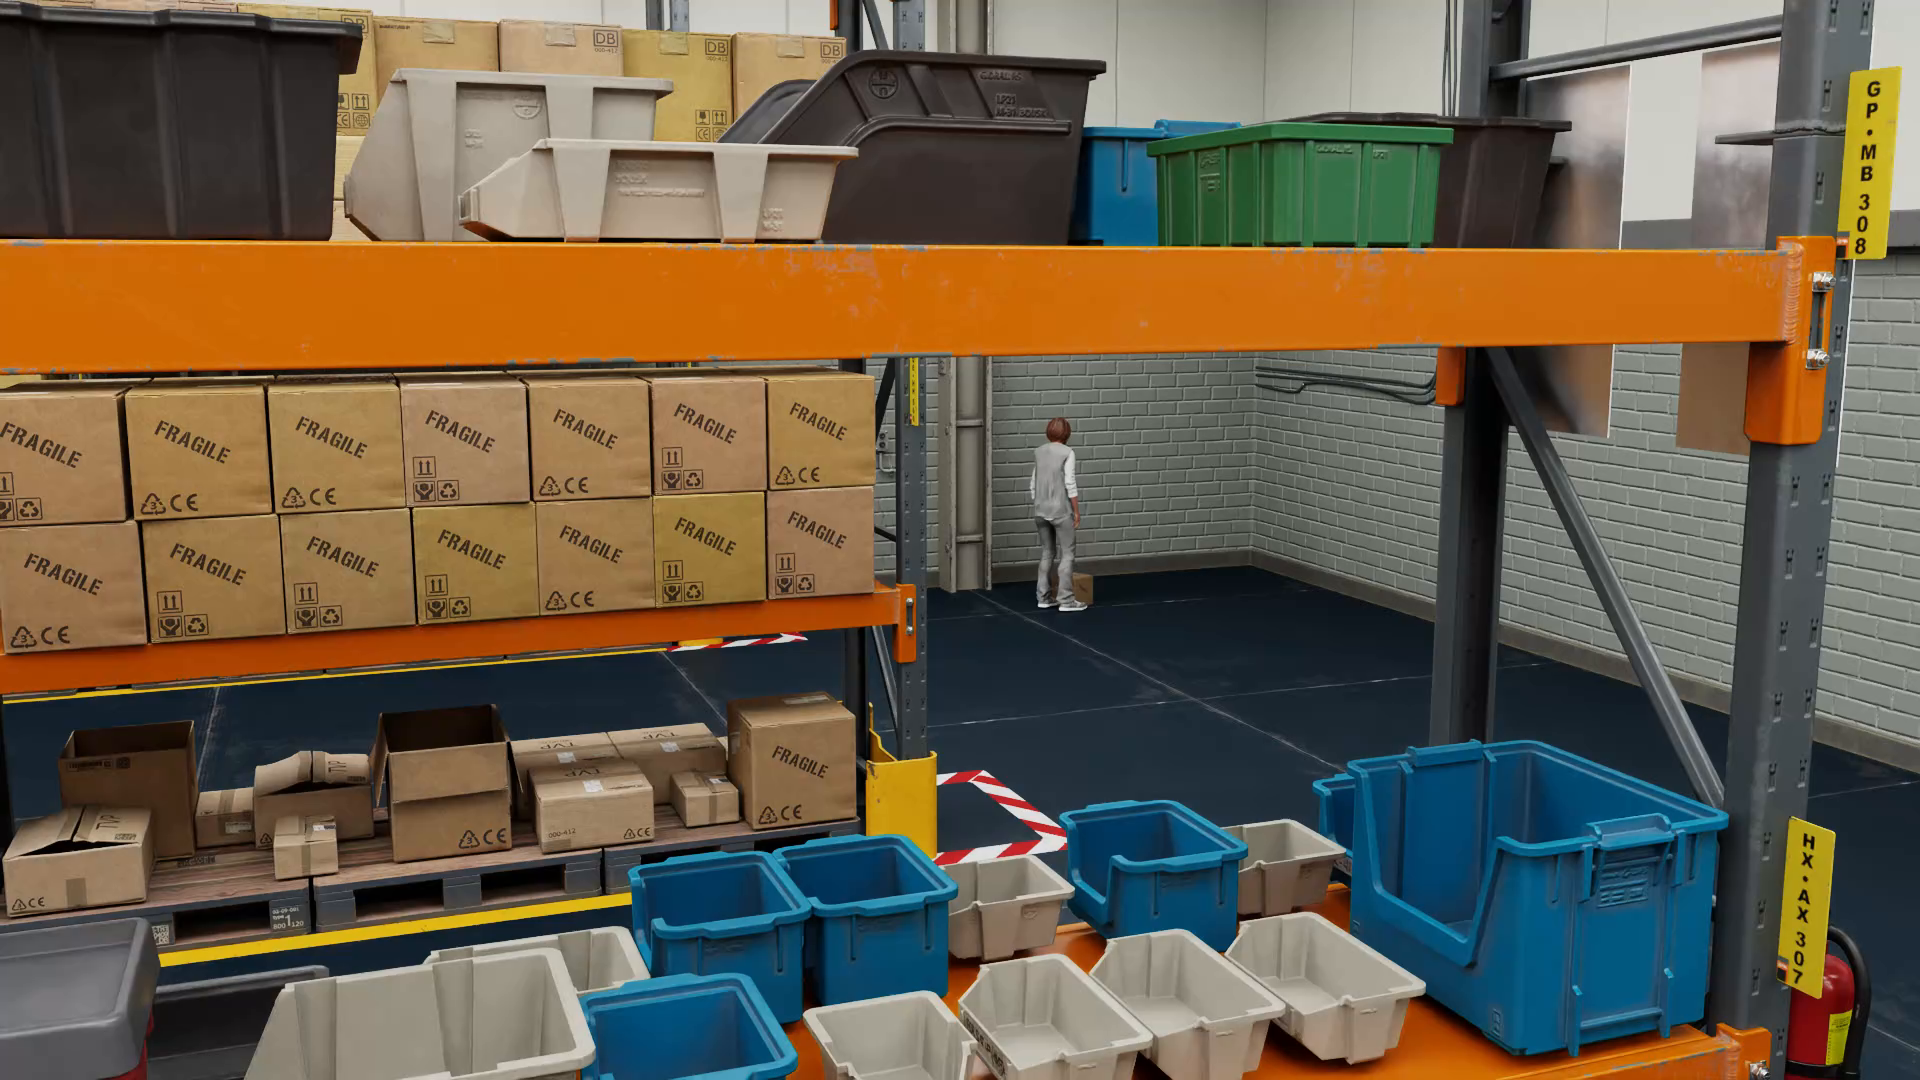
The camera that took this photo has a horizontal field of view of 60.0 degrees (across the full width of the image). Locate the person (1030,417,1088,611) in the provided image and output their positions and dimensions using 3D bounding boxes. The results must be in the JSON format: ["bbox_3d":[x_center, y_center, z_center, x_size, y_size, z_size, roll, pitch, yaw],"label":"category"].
[{"bbox_3d":[0.793,-0.213,13.729,0.480,1.592,0.347,7,12,39],"label":"person"}]
